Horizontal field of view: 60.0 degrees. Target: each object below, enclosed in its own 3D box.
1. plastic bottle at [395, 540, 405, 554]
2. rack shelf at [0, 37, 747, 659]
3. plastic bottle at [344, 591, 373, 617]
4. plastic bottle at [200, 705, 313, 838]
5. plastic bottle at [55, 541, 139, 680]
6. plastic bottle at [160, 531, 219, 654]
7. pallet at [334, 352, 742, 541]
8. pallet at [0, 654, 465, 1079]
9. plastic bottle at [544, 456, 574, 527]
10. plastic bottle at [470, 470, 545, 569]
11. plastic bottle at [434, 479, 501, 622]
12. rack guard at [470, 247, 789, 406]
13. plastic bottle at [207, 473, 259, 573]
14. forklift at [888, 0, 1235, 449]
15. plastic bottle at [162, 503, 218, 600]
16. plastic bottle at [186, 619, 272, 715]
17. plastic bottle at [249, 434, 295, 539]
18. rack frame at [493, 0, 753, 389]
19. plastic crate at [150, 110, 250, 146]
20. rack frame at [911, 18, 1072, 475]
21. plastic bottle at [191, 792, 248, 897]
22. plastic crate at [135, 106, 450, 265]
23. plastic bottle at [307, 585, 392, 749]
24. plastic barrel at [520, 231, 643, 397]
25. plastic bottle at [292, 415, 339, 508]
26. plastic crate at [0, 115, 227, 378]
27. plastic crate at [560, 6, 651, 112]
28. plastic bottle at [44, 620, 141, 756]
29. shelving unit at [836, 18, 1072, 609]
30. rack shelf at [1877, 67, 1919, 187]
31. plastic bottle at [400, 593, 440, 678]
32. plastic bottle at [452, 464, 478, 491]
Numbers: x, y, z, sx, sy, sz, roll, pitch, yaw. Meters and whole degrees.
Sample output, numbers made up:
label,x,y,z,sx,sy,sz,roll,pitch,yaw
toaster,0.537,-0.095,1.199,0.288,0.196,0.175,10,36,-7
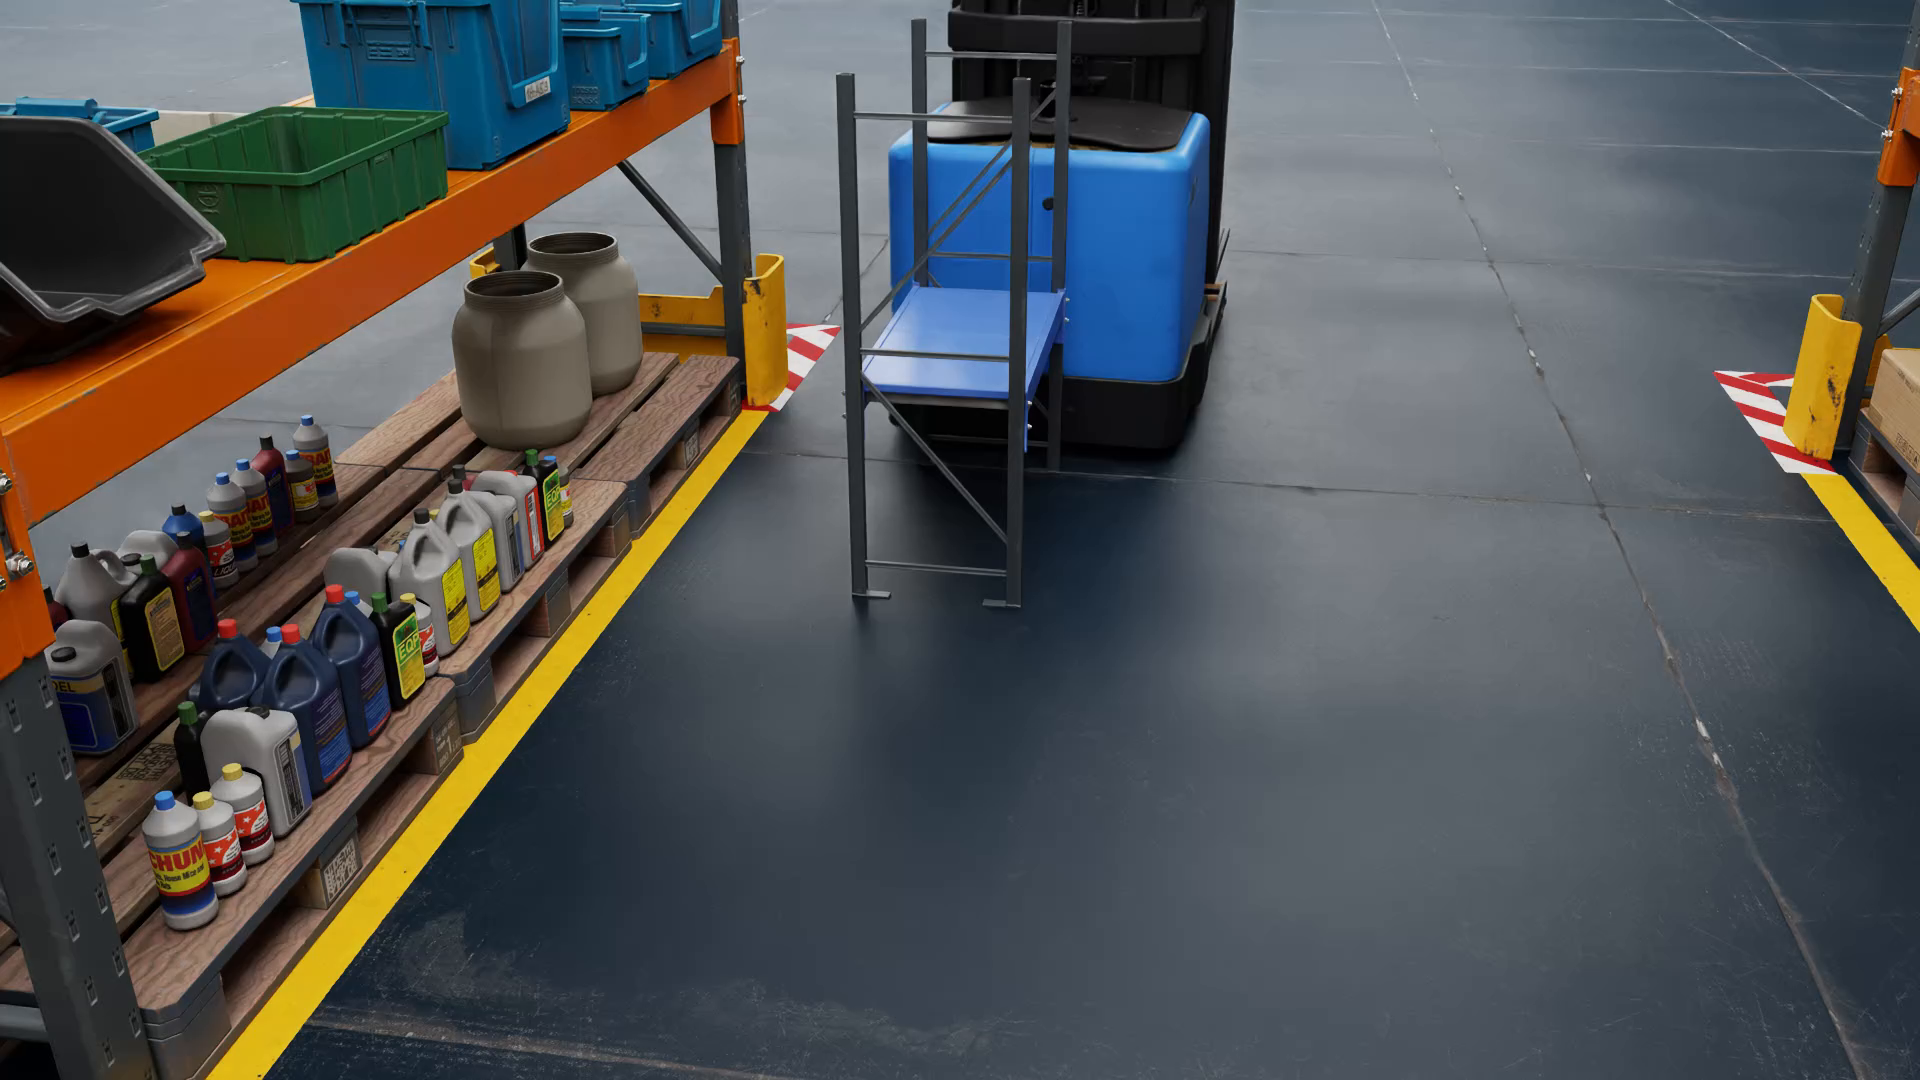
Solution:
label,x,y,z,sx,sy,sz,roll,pitch,yaw
plastic bottle,-1.414,0.097,4.286,0.097,0.201,0.097,0,25,0
rack shelf,-1.633,-0.848,4.373,1.077,0.370,4.000,4,25,9
plastic bottle,-1.401,0.247,3.884,0.097,0.271,0.097,0,25,0
plastic bottle,-1.450,0.457,3.430,0.152,0.276,0.135,5,26,10
plastic bottle,-2.055,0.158,3.980,0.144,0.351,0.185,4,25,8
plastic bottle,-1.919,0.128,4.123,0.061,0.283,0.133,4,25,9
pallet,-1.410,-0.373,5.799,1.003,0.211,1.213,4,25,9
pallet,-1.809,0.647,3.618,1.003,0.211,1.213,4,25,9
plastic bottle,-1.174,-0.144,4.801,0.097,0.201,0.097,0,25,0
plastic bottle,-1.242,-0.074,4.564,0.152,0.276,0.135,4,25,9
plastic bottle,-1.288,0.019,4.276,0.144,0.351,0.185,5,26,11
rack guard,-1.272,-0.844,6.462,1.175,0.500,0.348,4,25,9
plastic bottle,-1.983,-0.052,4.523,0.097,0.271,0.097,0,25,0
forklift,0.562,-2.244,6.586,1.130,2.935,3.031,5,26,11
plastic bottle,-2.016,0.032,4.342,0.097,0.271,0.097,0,25,0
plastic bottle,-1.561,0.344,3.583,0.144,0.351,0.185,4,25,9
plastic bottle,-1.965,-0.150,4.716,0.061,0.283,0.133,4,25,9
rack frame,-1.306,-2.011,6.007,1.000,3.000,0.127,4,25,9
plastic crate,-1.945,-0.915,3.978,0.530,0.136,0.437,4,25,9
rack frame,0.097,-0.928,5.462,0.500,1.500,0.032,4,25,9
plastic bottle,-1.459,0.585,3.244,0.097,0.201,0.097,0,25,0
plastic crate,-1.460,-0.790,3.649,0.450,0.188,0.662,4,25,9
plastic bottle,-1.388,0.275,3.730,0.144,0.351,0.185,3,25,6
plastic barrel,-1.339,-0.794,5.846,0.421,0.512,0.421,0,25,0
plastic bottle,-1.910,-0.238,4.919,0.097,0.271,0.097,0,25,0
plastic crate,-1.749,-0.520,2.895,0.767,0.338,0.504,4,25,9
plastic crate,-1.205,-1.442,4.968,0.499,0.251,0.408,4,25,9
plastic bottle,-1.958,0.327,3.708,0.152,0.276,0.135,4,25,9
shelving unit,0.014,-0.715,5.008,0.538,1.500,1.048,4,25,9
rack shelf,3.253,-0.504,3.636,1.077,0.370,4.000,4,25,9
plastic bottle,-1.319,0.226,4.011,0.097,0.201,0.097,0,25,0
plastic bottle,-1.347,-0.085,4.578,0.061,0.283,0.133,4,25,9
